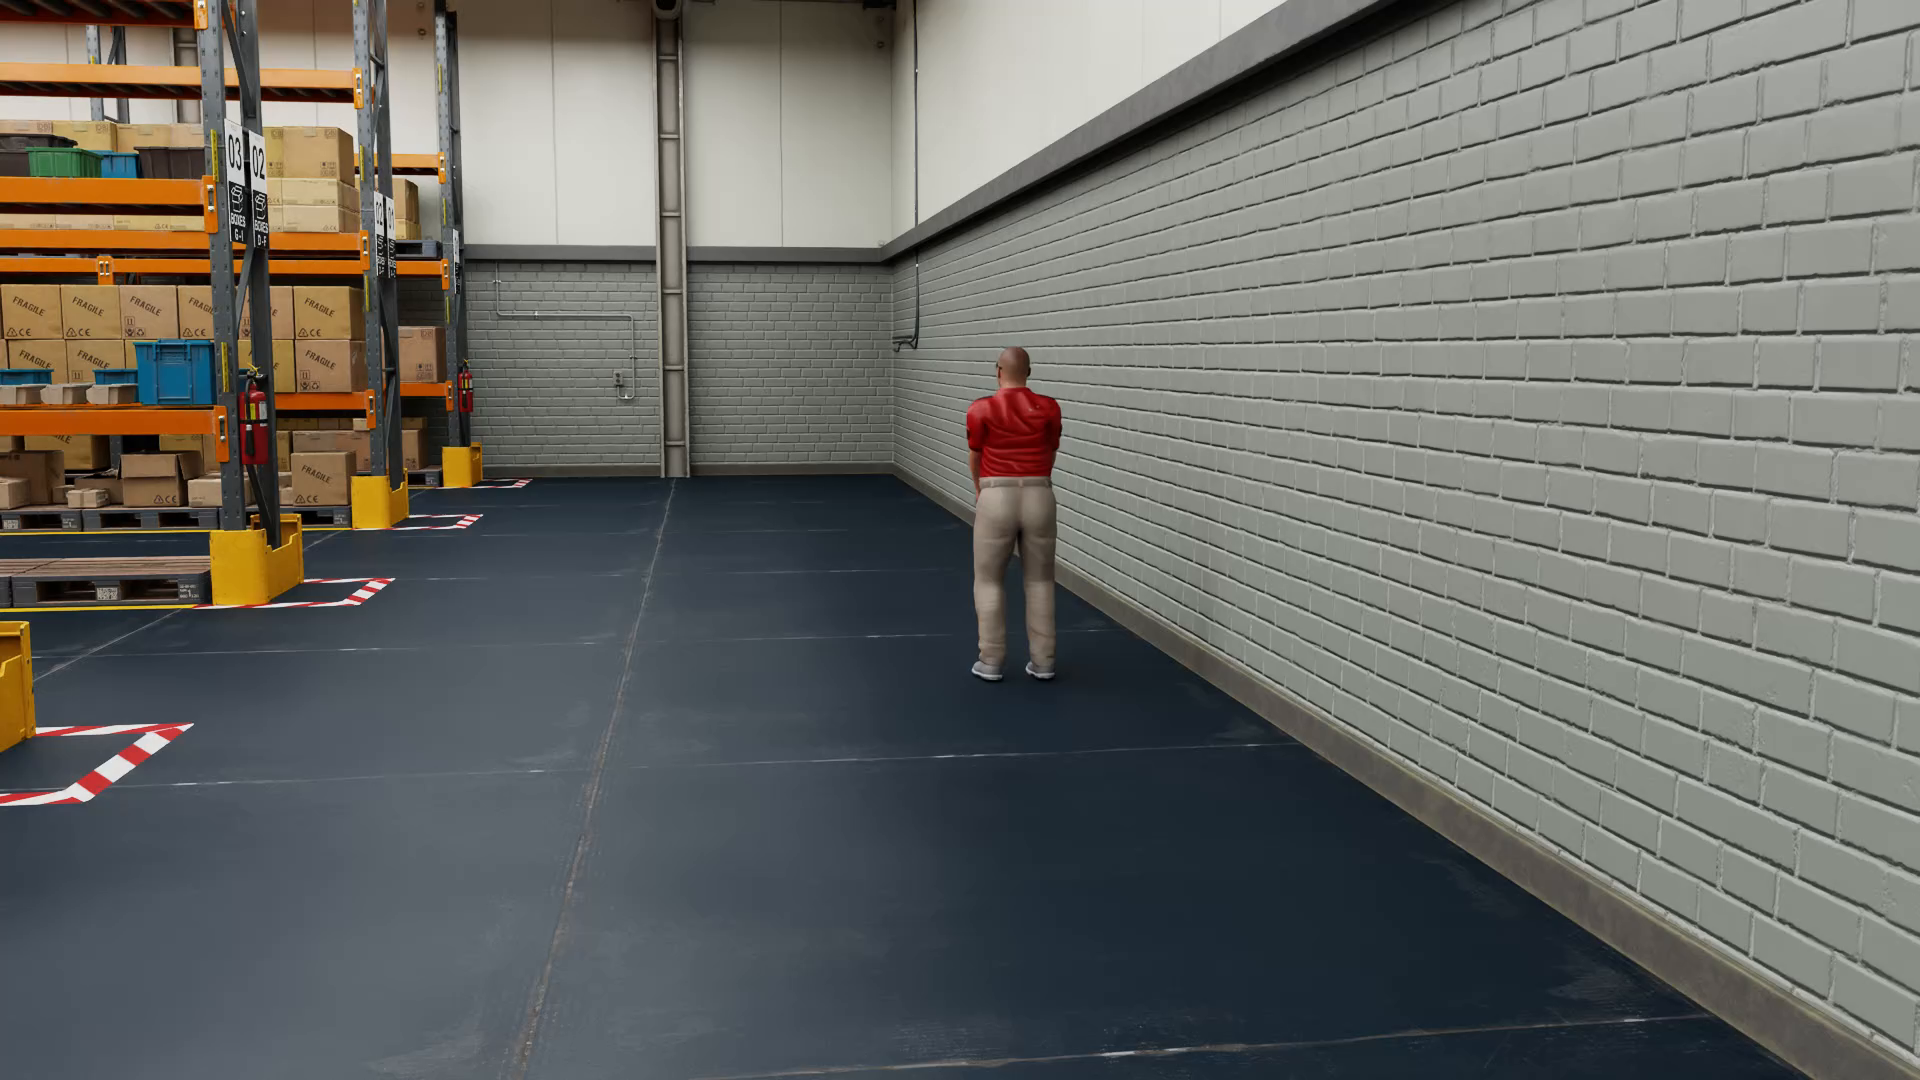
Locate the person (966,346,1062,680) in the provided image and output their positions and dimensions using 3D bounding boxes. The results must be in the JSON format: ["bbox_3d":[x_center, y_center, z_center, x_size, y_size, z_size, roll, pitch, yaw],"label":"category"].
[{"bbox_3d":[0.257,-0.146,8.637,0.493,1.712,0.538,-1,7,-8],"label":"person"}]
